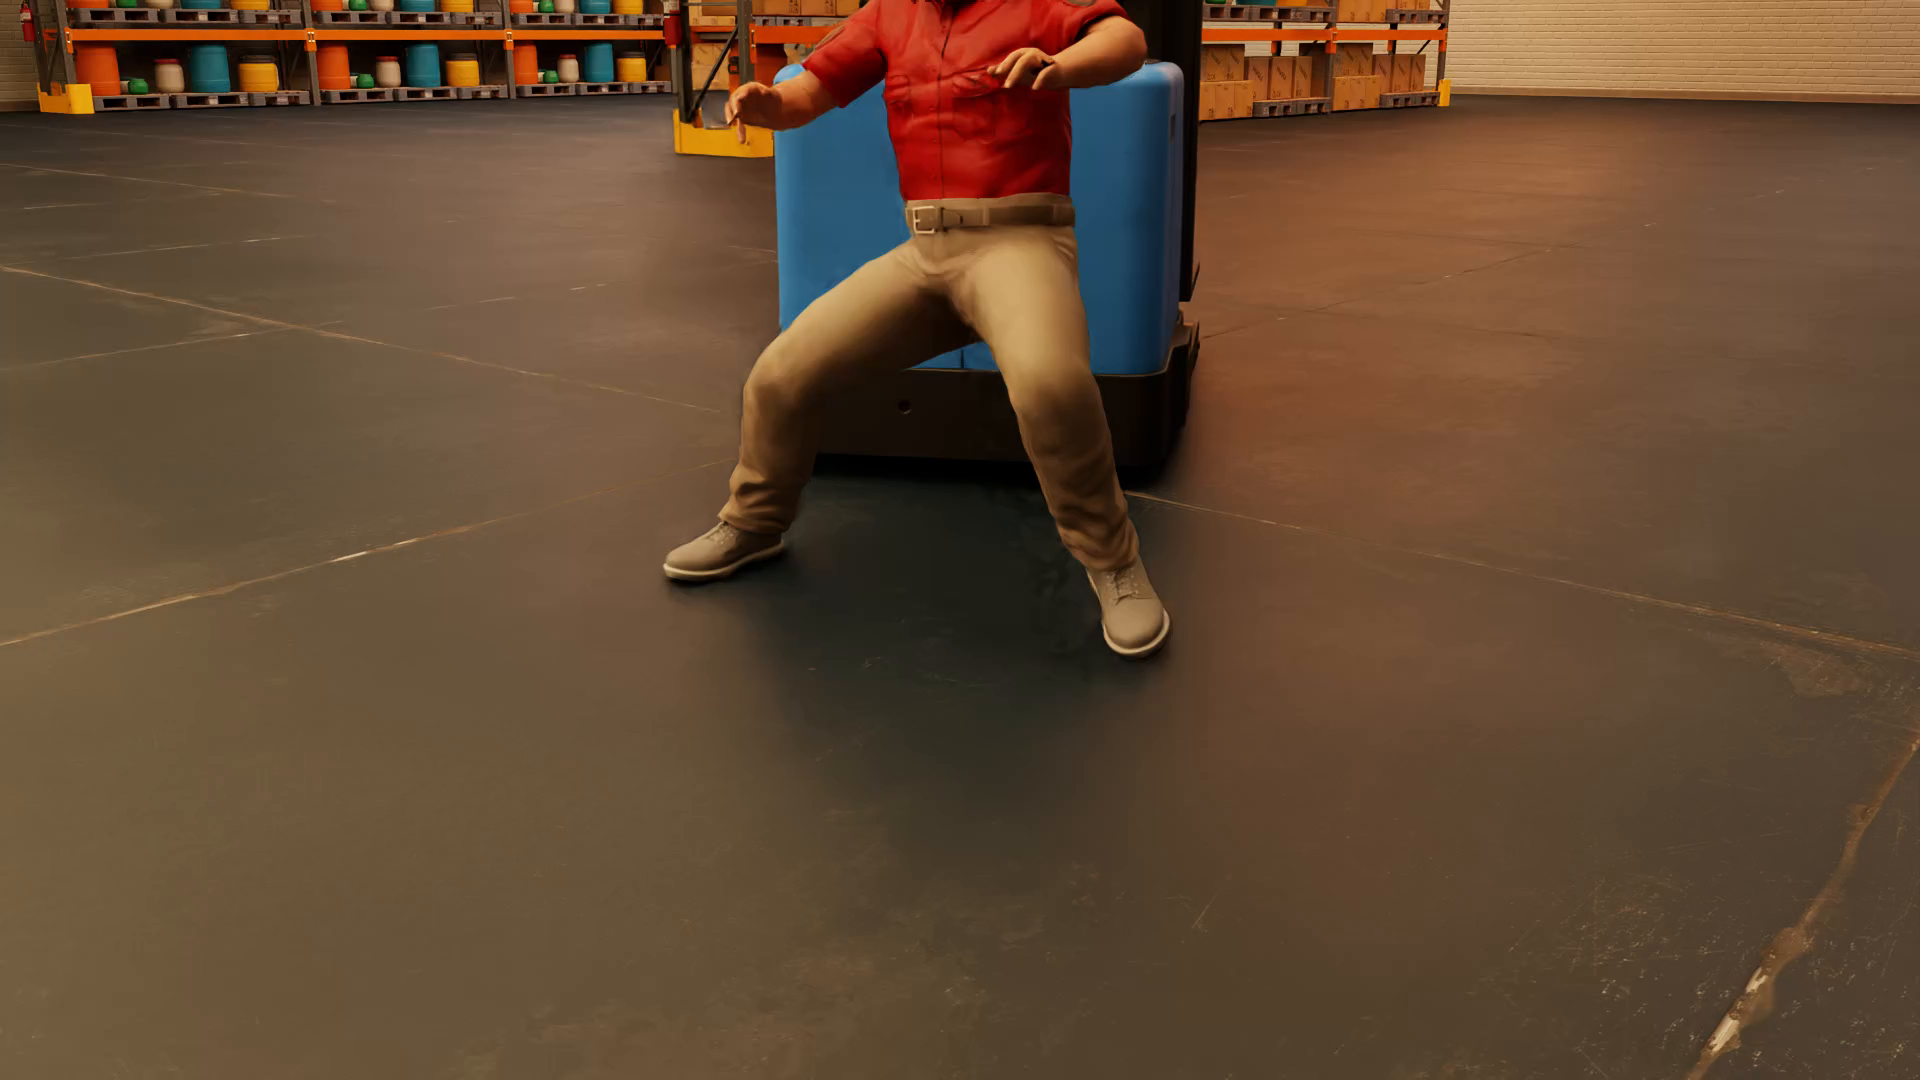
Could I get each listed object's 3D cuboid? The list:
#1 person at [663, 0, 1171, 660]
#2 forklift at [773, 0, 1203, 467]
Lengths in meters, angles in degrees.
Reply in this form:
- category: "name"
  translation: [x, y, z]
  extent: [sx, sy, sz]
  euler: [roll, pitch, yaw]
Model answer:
- category: "person"
  translation: [-0.074, -0.584, 3.285]
  extent: [1.135, 1.498, 0.700]
  euler: [15, 23, 41]
- category: "forklift"
  translation: [0.262, -1.978, 5.413]
  extent: [1.130, 2.935, 3.031]
  euler: [3, 17, 9]
